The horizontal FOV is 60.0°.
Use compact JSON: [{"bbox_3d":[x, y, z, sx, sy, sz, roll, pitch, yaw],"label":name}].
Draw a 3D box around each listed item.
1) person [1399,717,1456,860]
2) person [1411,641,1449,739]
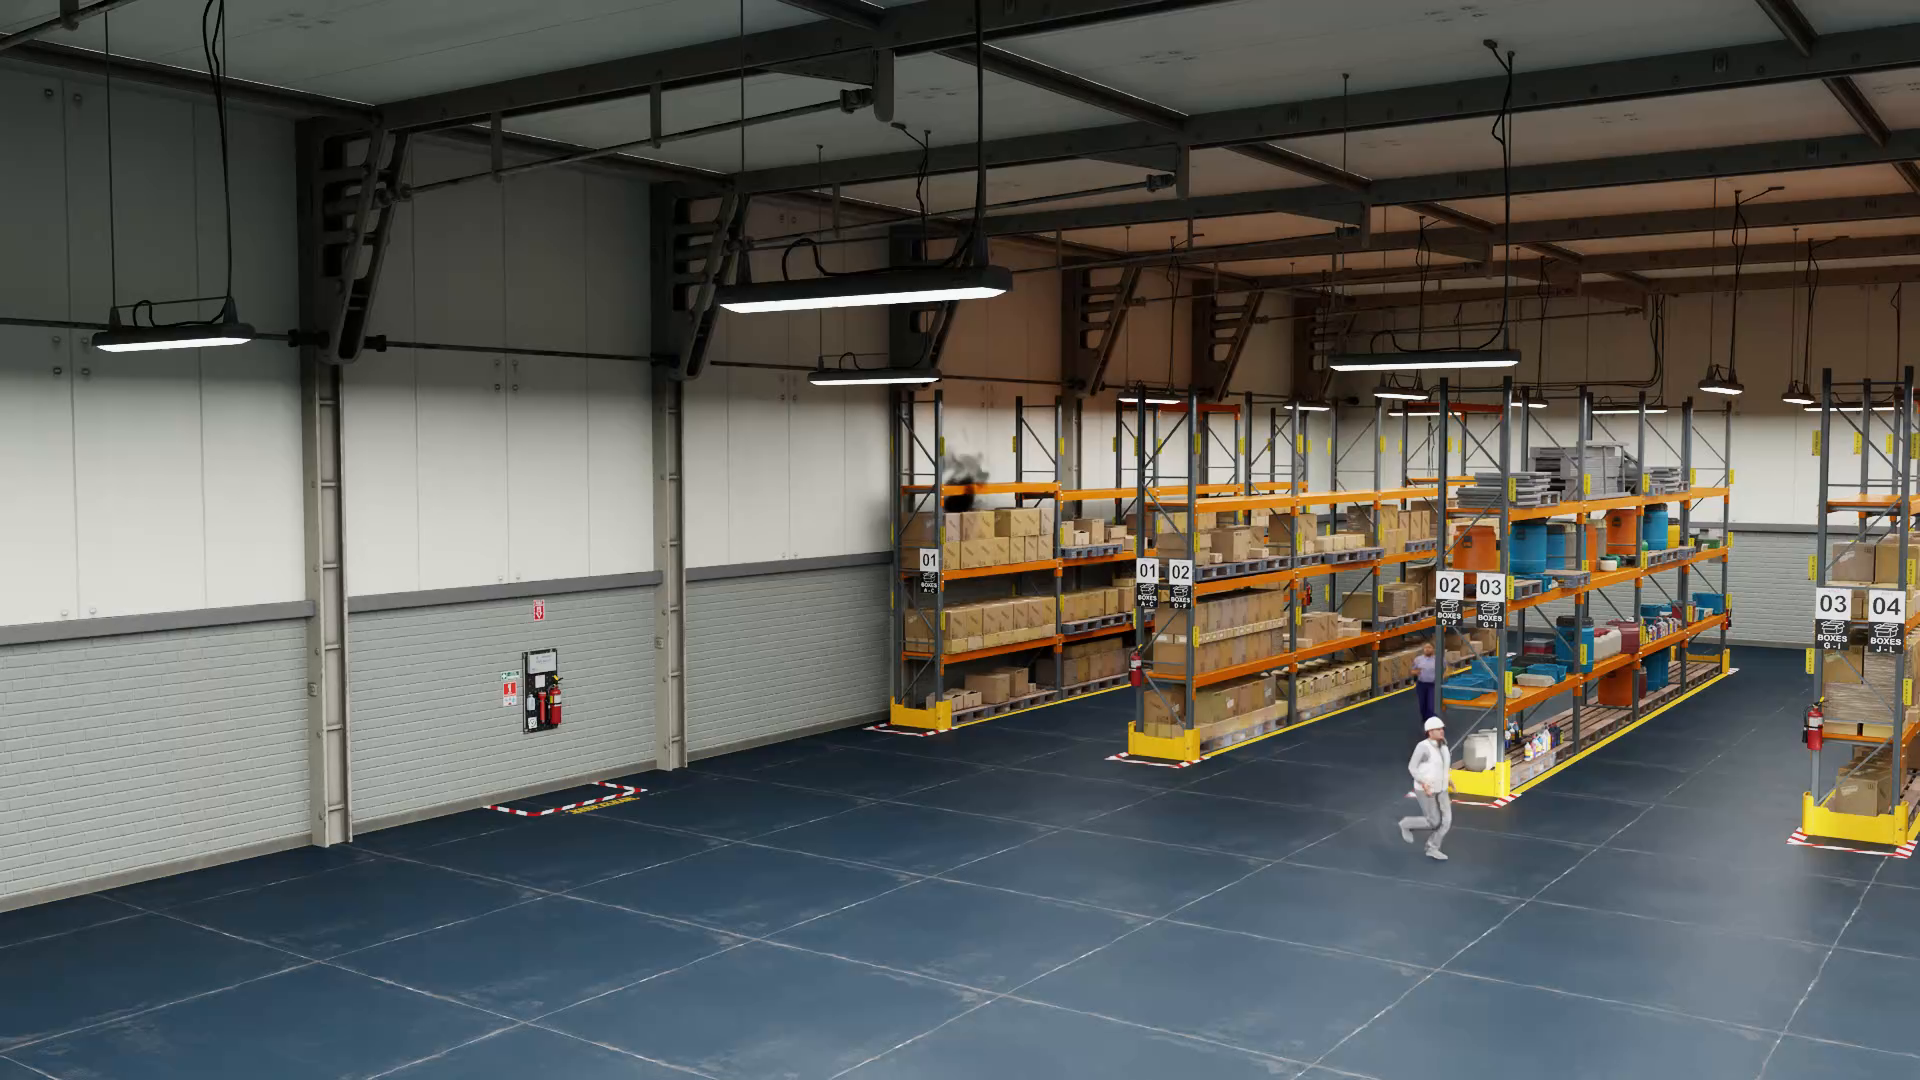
[{"bbox_3d":[5.704,3.004,20.295,0.650,1.727,0.636,-2,4,-32],"label":"person"},{"bbox_3d":[8.016,2.582,28.462,0.585,1.700,0.708,2,4,30],"label":"person"}]
